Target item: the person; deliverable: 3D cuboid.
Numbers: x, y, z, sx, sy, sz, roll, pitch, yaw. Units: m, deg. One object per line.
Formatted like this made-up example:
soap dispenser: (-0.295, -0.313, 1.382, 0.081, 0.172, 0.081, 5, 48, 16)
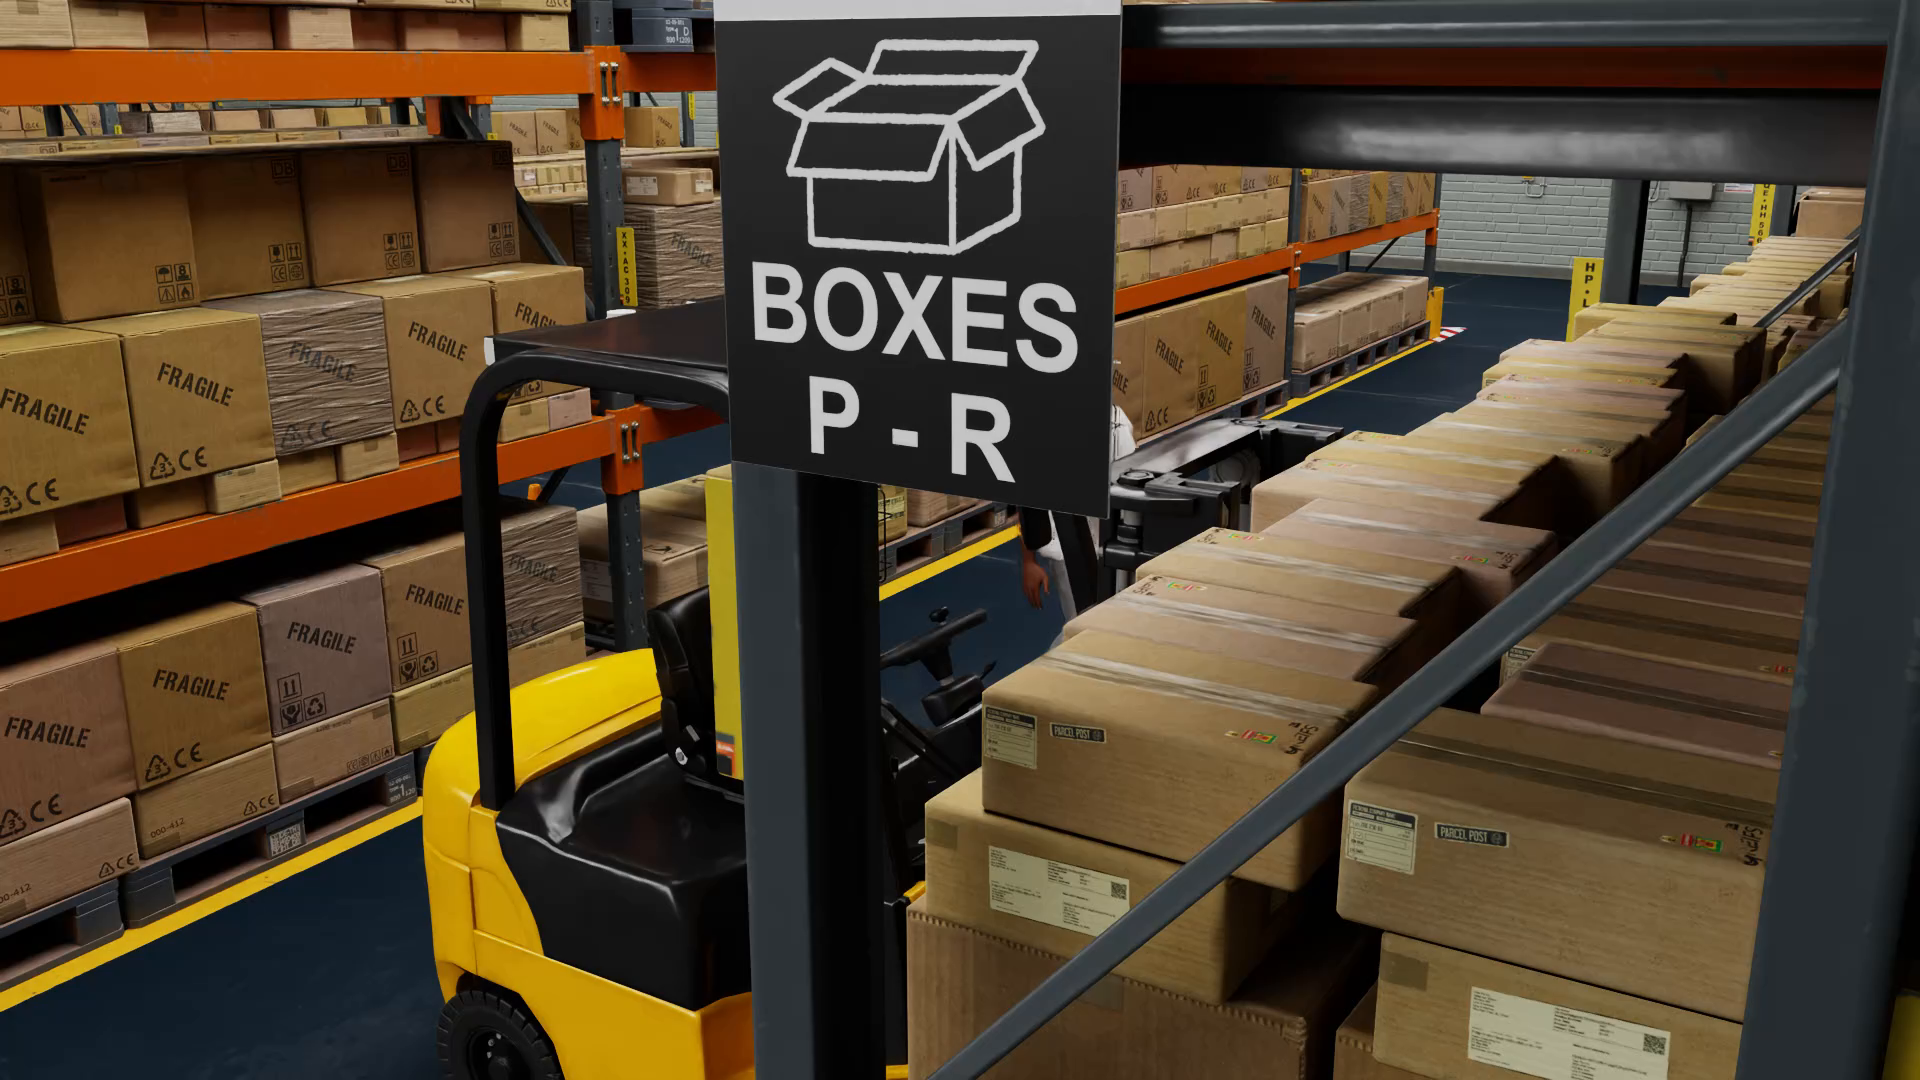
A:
person: (0.545, 0.058, 6.620, 0.573, 1.758, 0.812, -15, 22, -43)
